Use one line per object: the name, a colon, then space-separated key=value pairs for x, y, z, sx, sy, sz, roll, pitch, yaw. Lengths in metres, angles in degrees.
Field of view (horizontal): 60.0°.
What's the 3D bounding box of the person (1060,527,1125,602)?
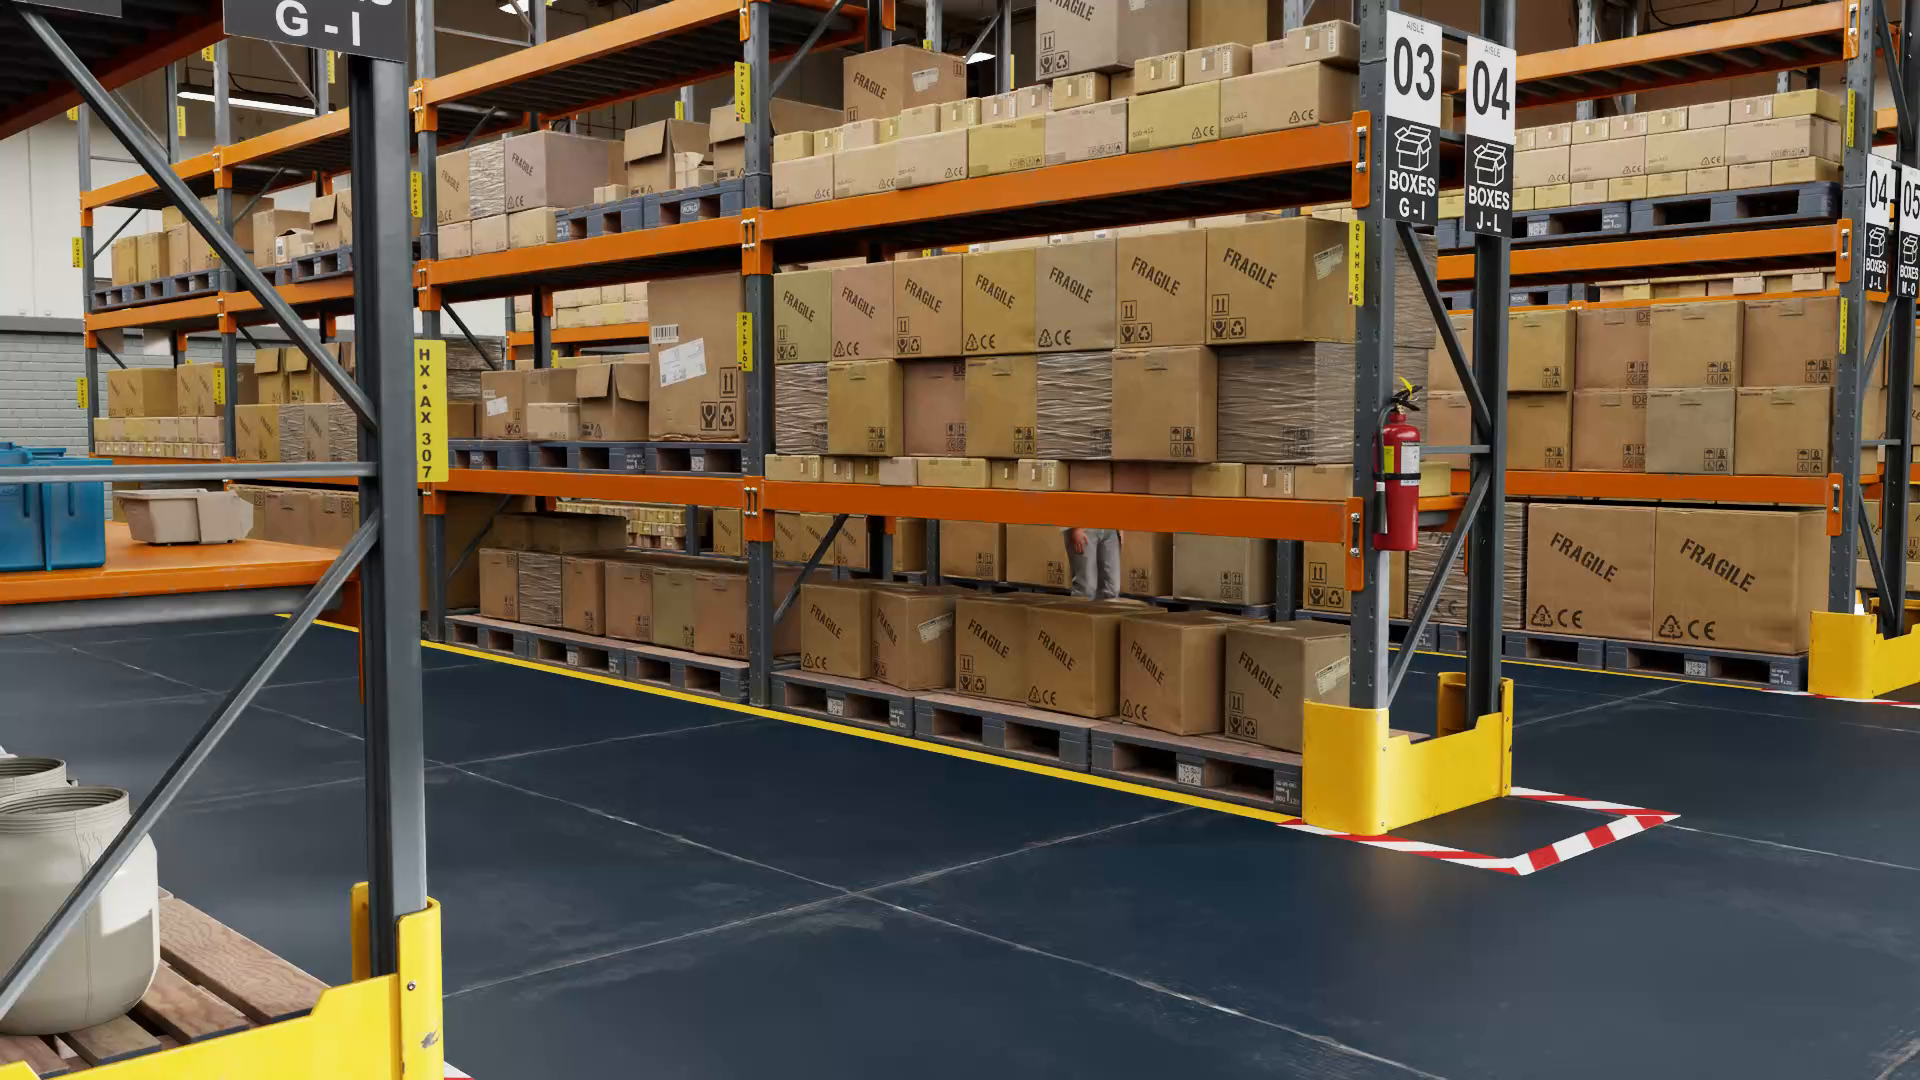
person: x=0.932 y=-0.065 z=11.539 sx=0.458 sy=1.771 sz=0.571 roll=4 pitch=5 yaw=44
